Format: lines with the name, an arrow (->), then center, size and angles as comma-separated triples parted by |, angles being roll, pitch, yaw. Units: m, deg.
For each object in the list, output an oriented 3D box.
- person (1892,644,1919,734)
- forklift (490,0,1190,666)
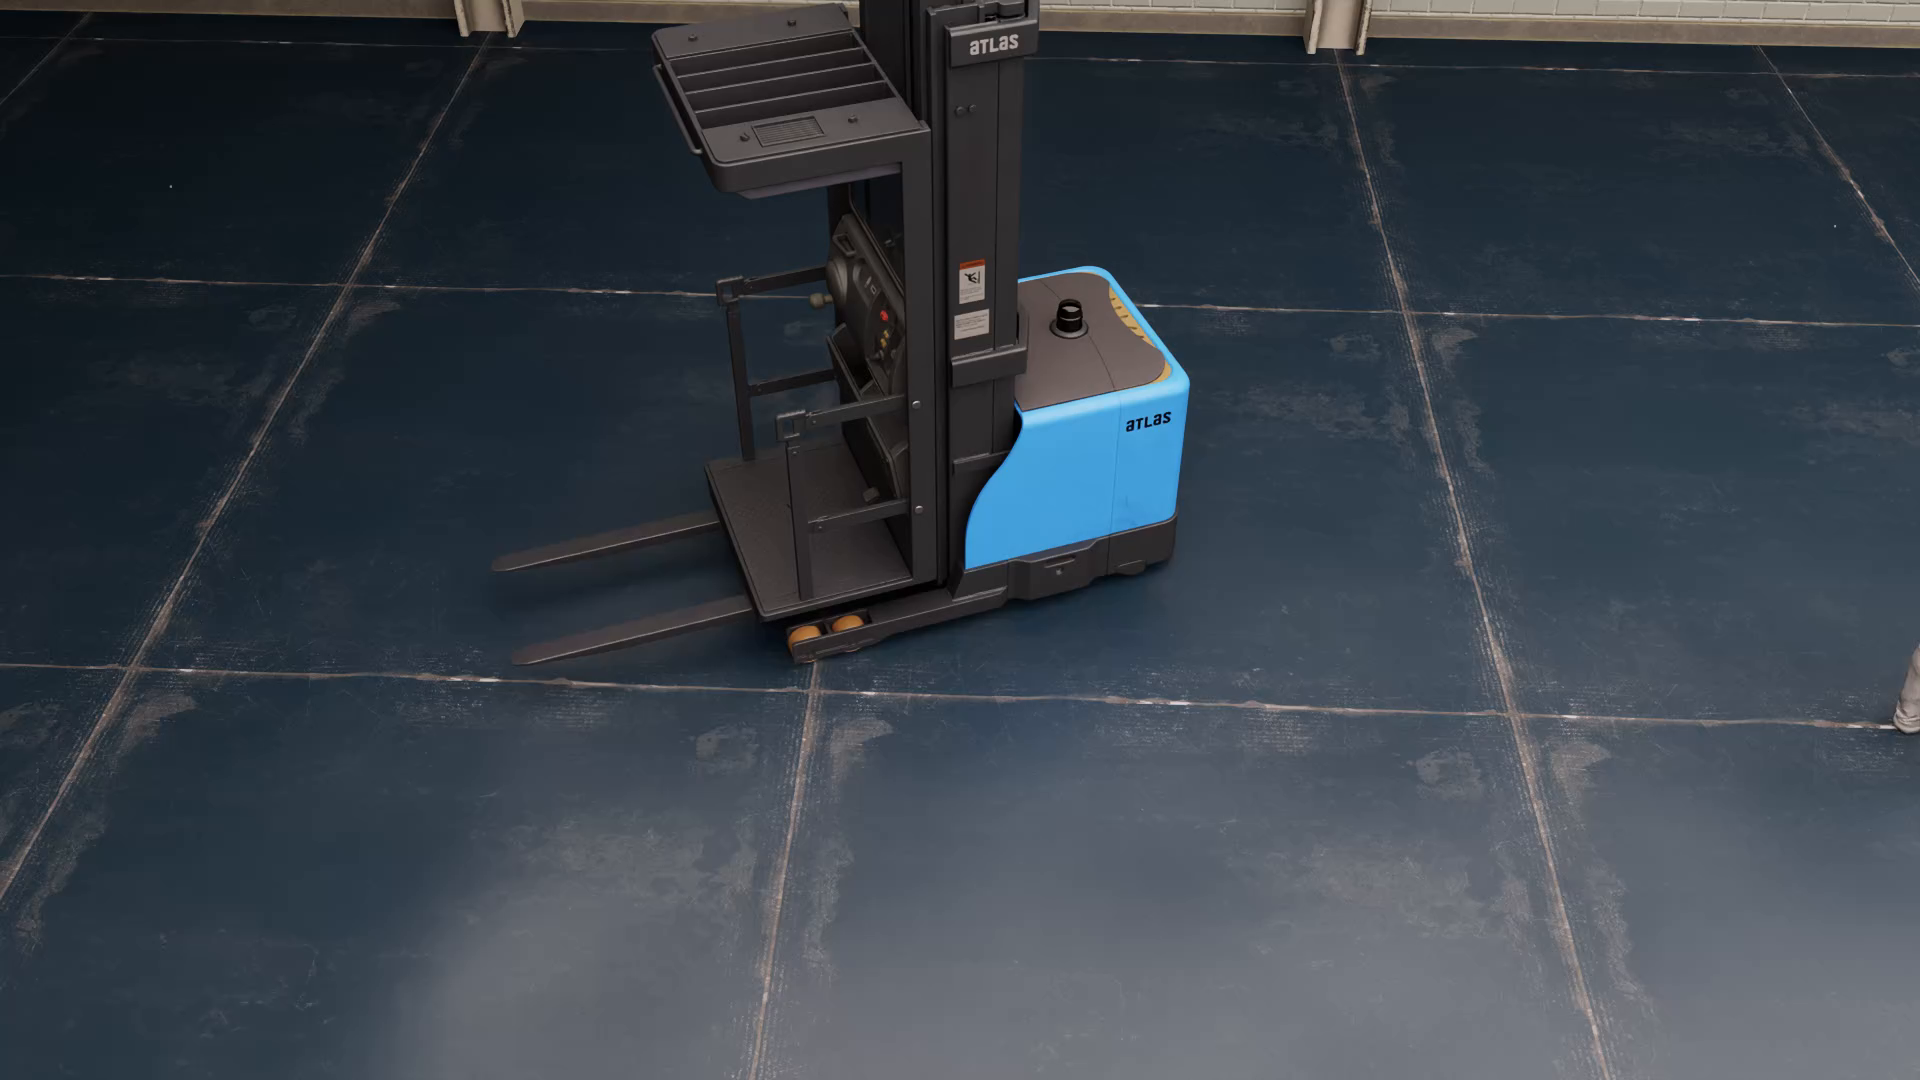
person -> 4.082, 0.139, 6.443 | 0.577, 1.766, 0.665 | -3, 42, -3
forklift -> -0.573, -0.945, 6.778 | 3.031, 2.935, 1.130 | -13, 44, -14
